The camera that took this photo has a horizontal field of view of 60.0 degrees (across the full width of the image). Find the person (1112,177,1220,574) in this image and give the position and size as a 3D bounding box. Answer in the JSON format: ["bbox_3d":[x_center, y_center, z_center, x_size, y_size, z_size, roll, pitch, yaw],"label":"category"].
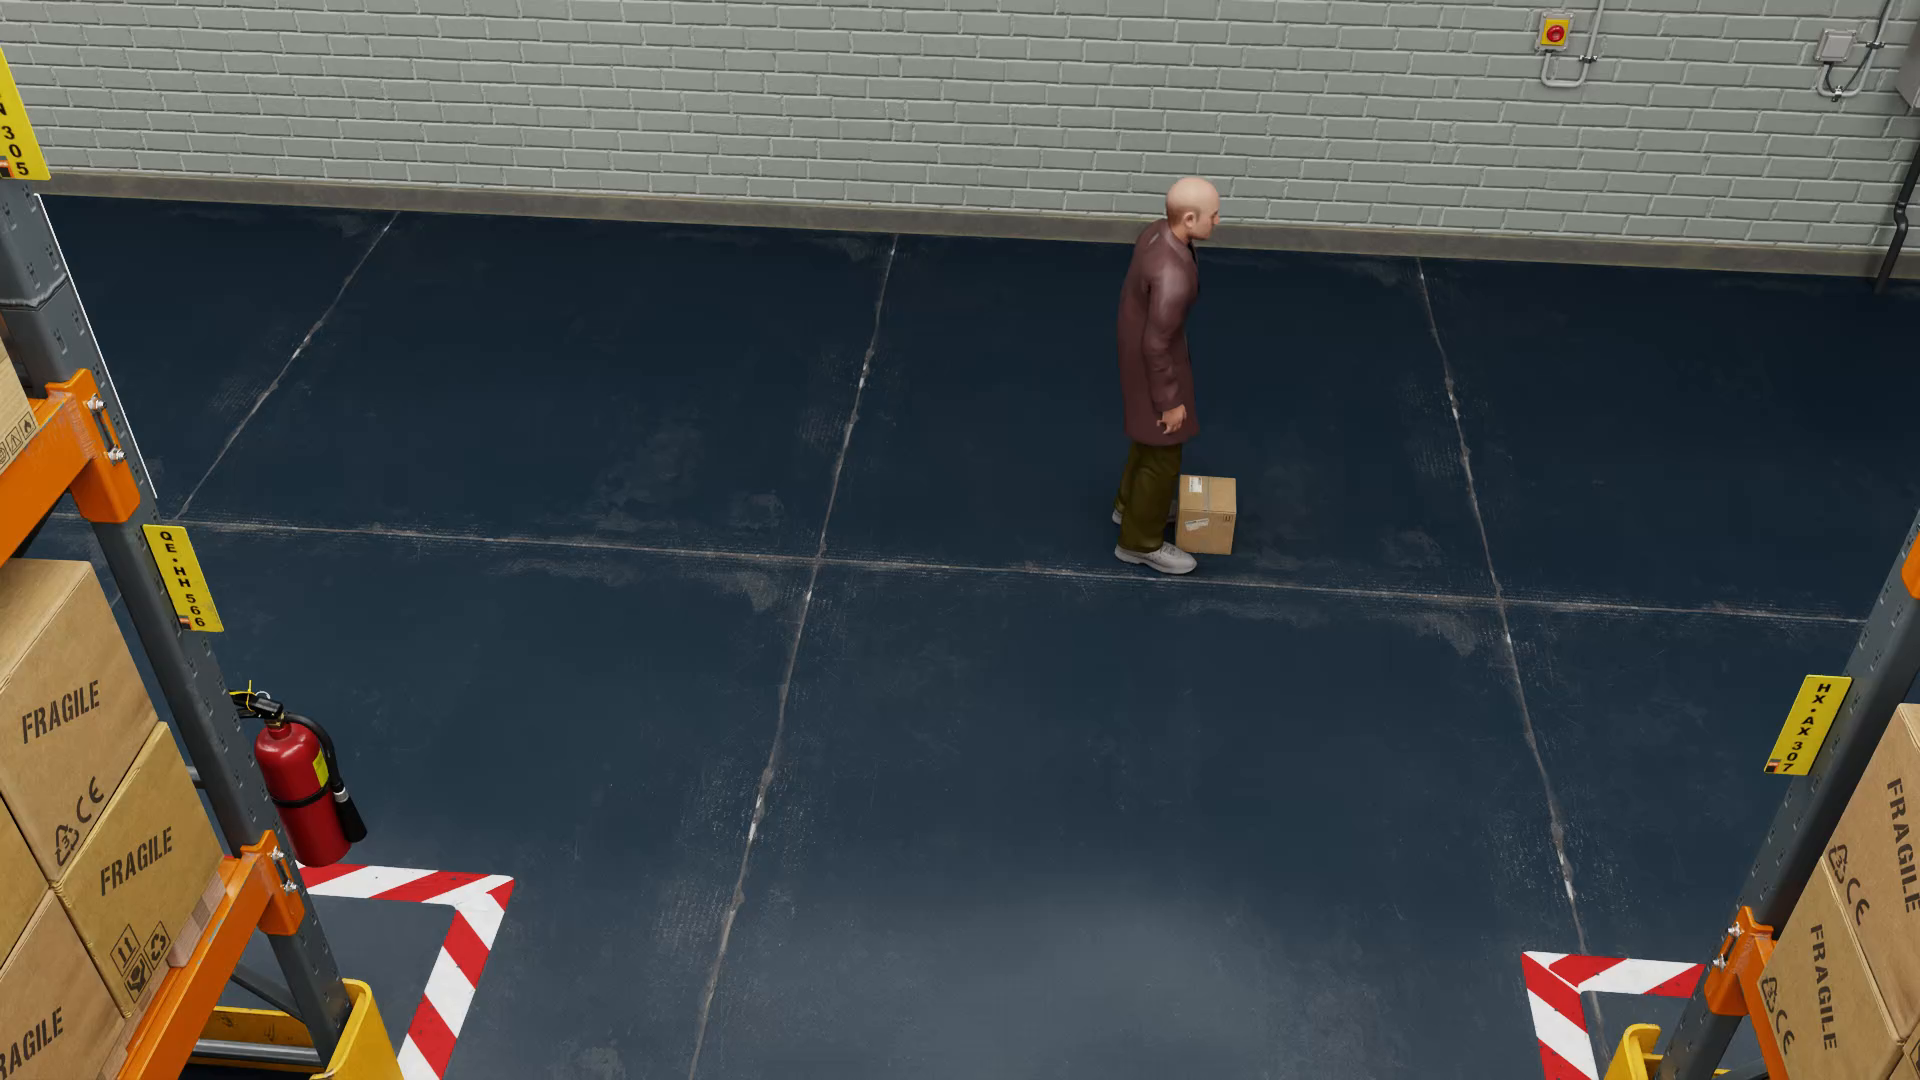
[{"bbox_3d":[0.860,-0.711,7.028,0.420,1.774,0.644,3,40,4],"label":"person"}]
